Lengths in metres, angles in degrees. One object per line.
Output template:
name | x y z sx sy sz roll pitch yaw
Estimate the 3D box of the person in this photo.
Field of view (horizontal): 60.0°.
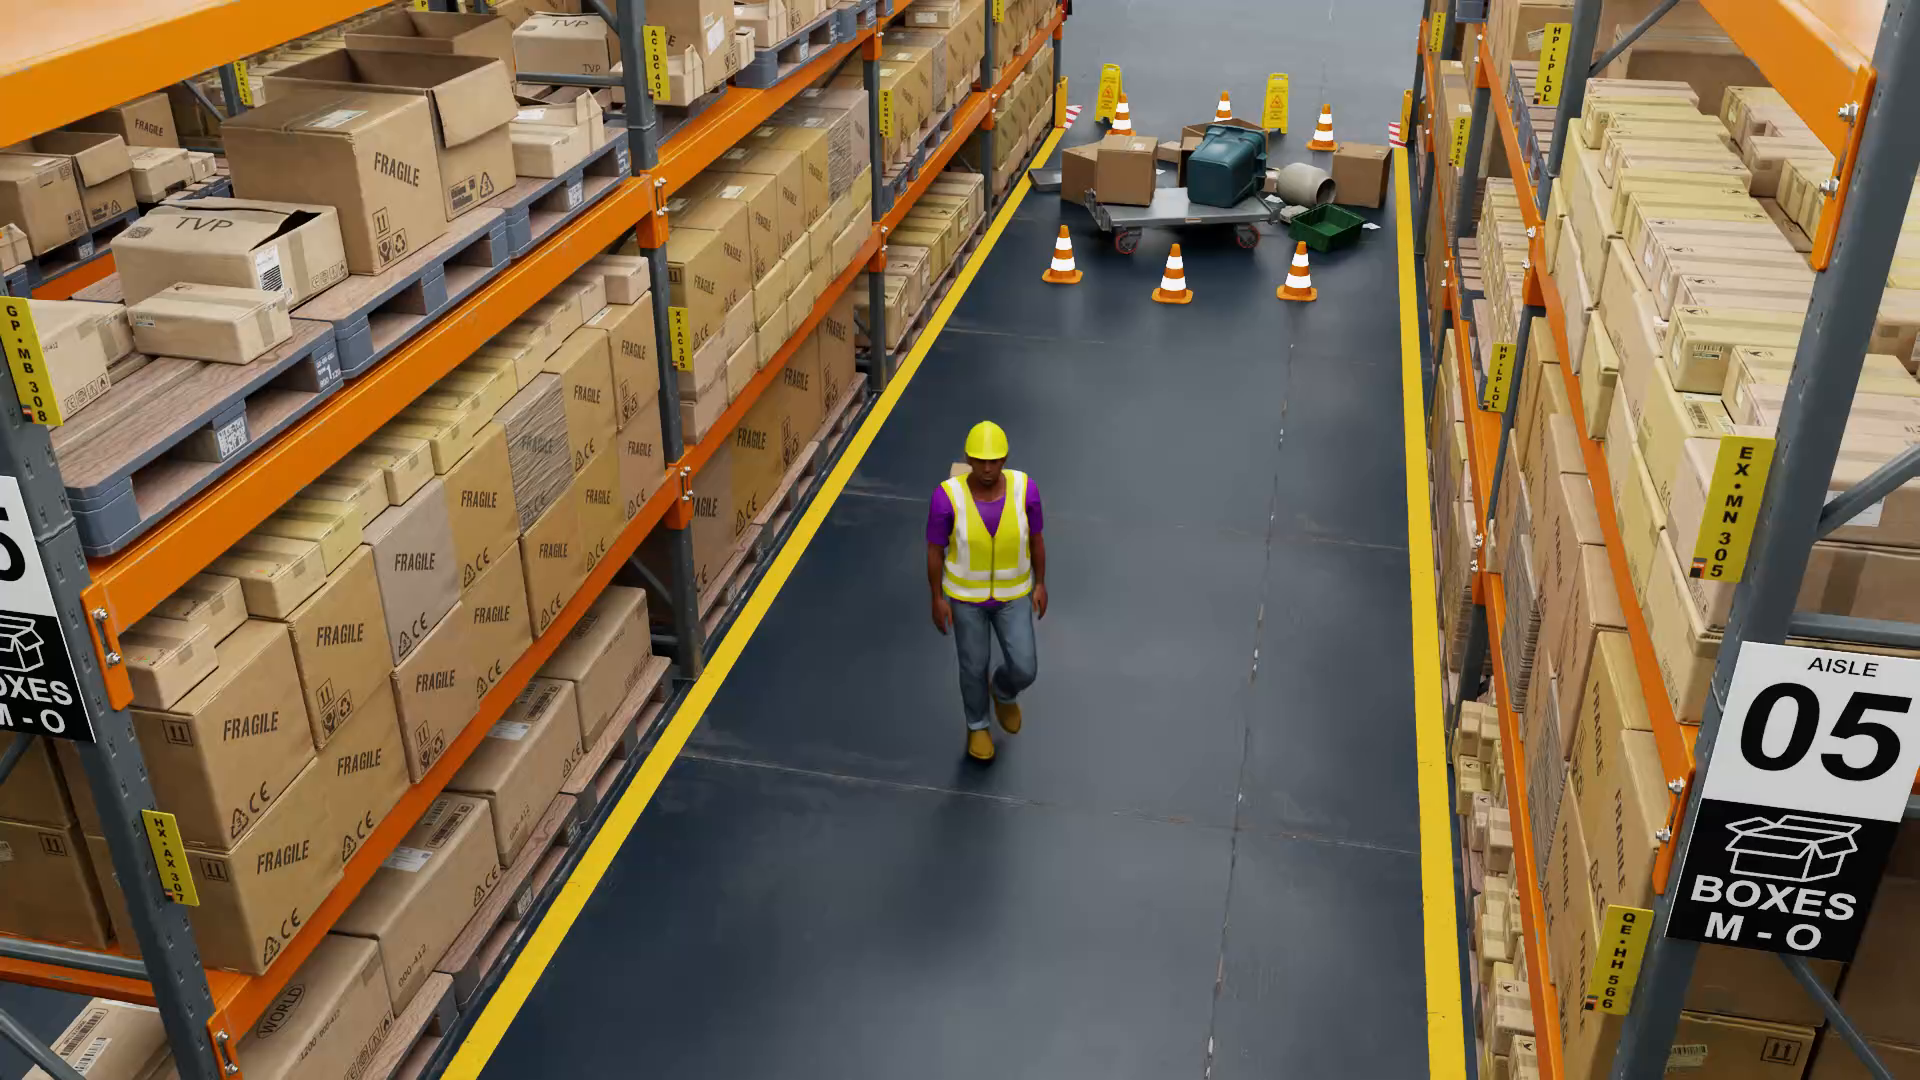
person | 0.141 0.260 8.054 0.599 1.759 0.471 -4 29 -7
